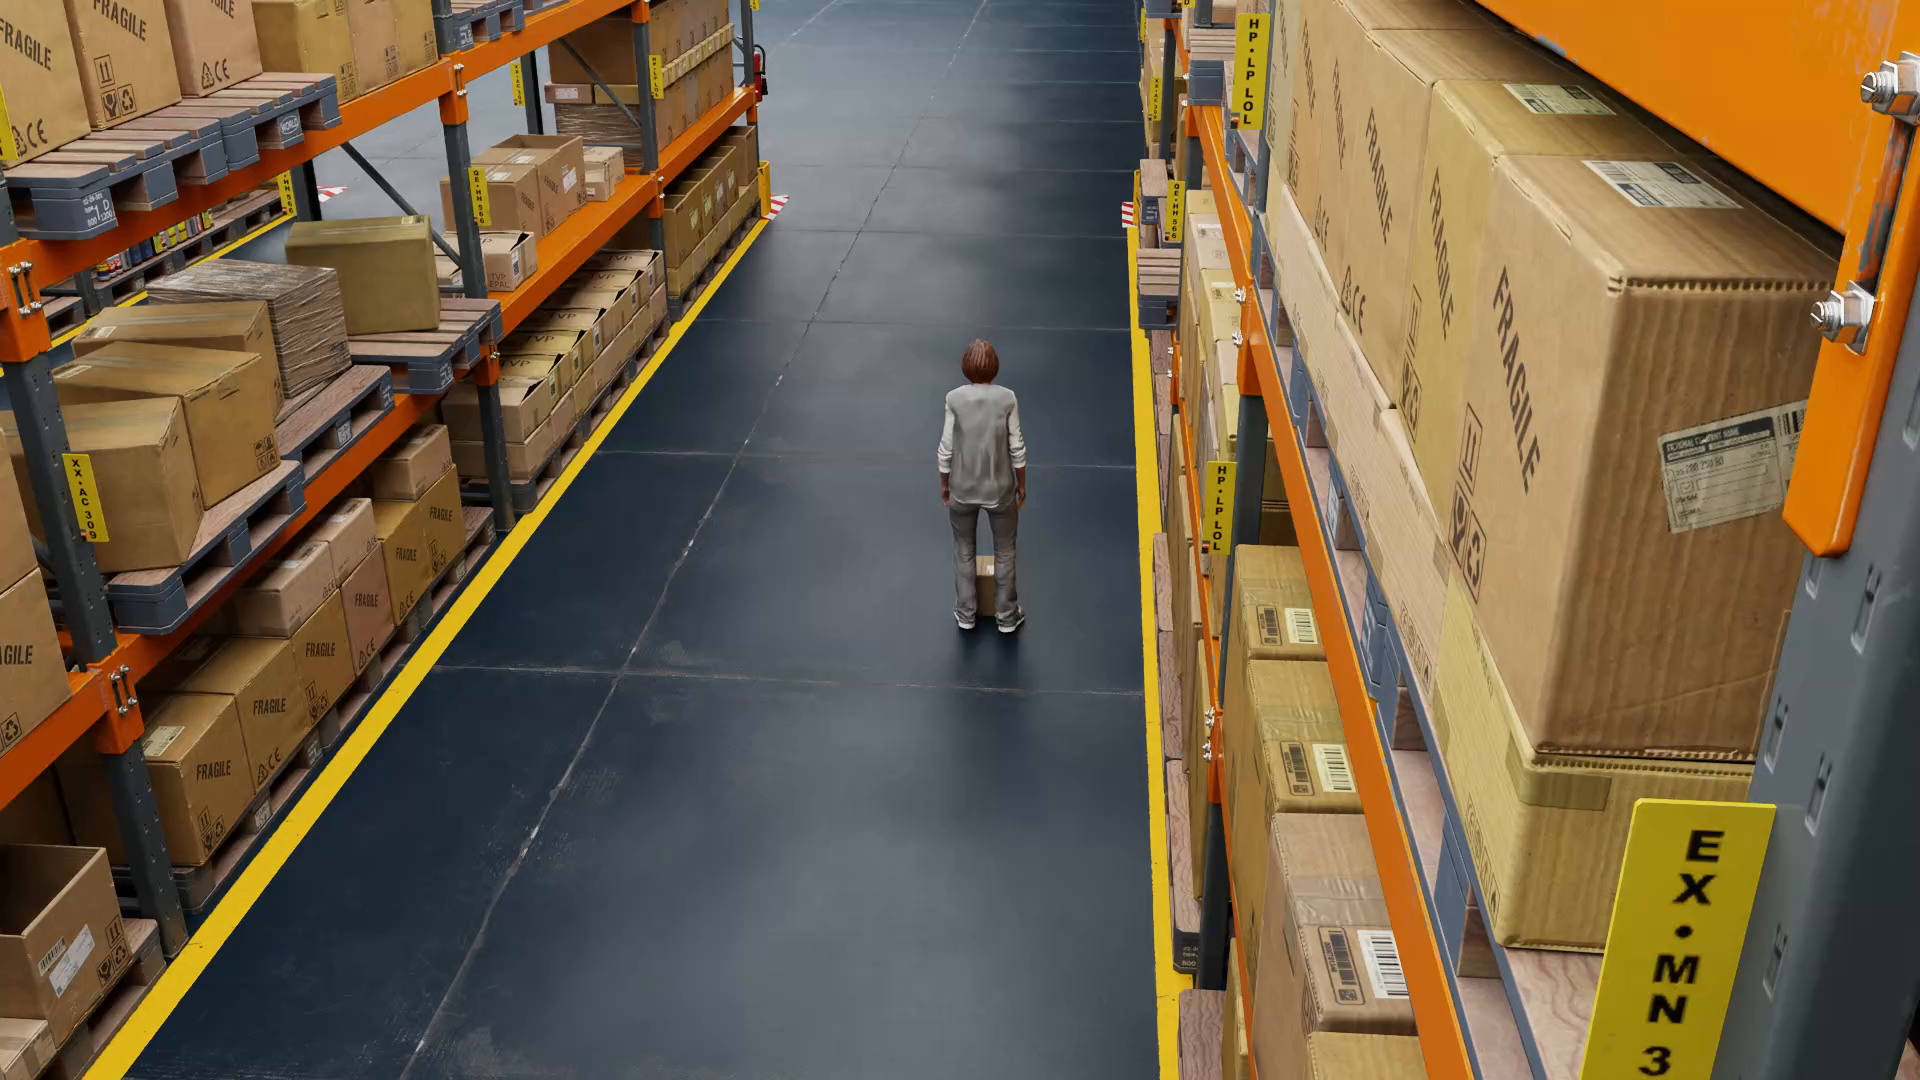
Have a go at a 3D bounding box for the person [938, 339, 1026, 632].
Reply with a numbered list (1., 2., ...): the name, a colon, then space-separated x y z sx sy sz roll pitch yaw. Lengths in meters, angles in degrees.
1. person: 0.117 -0.261 8.682 0.459 1.593 0.372 2 25 4
